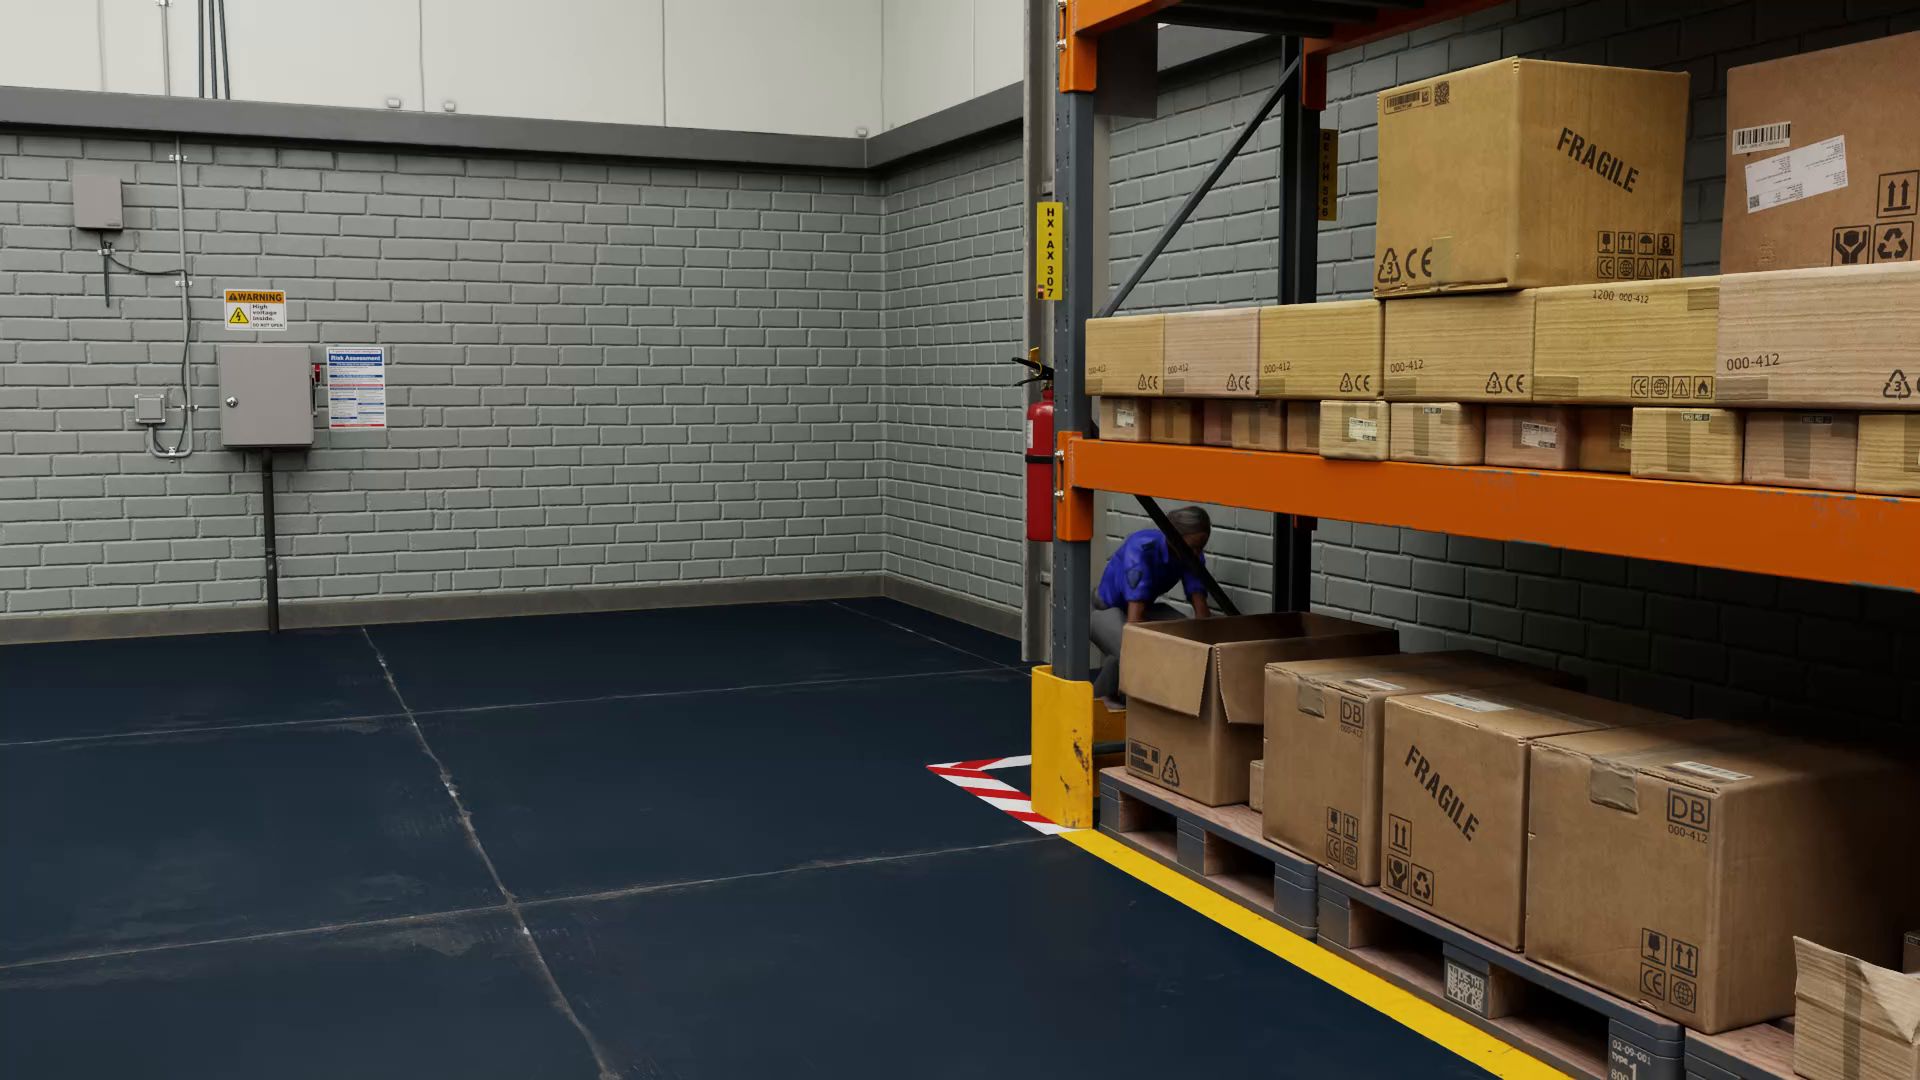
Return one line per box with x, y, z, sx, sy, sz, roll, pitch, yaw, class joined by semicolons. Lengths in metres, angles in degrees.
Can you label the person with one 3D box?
0.862;0.315;7.463;0.463;0.965;0.790;-3;6;-26;person
